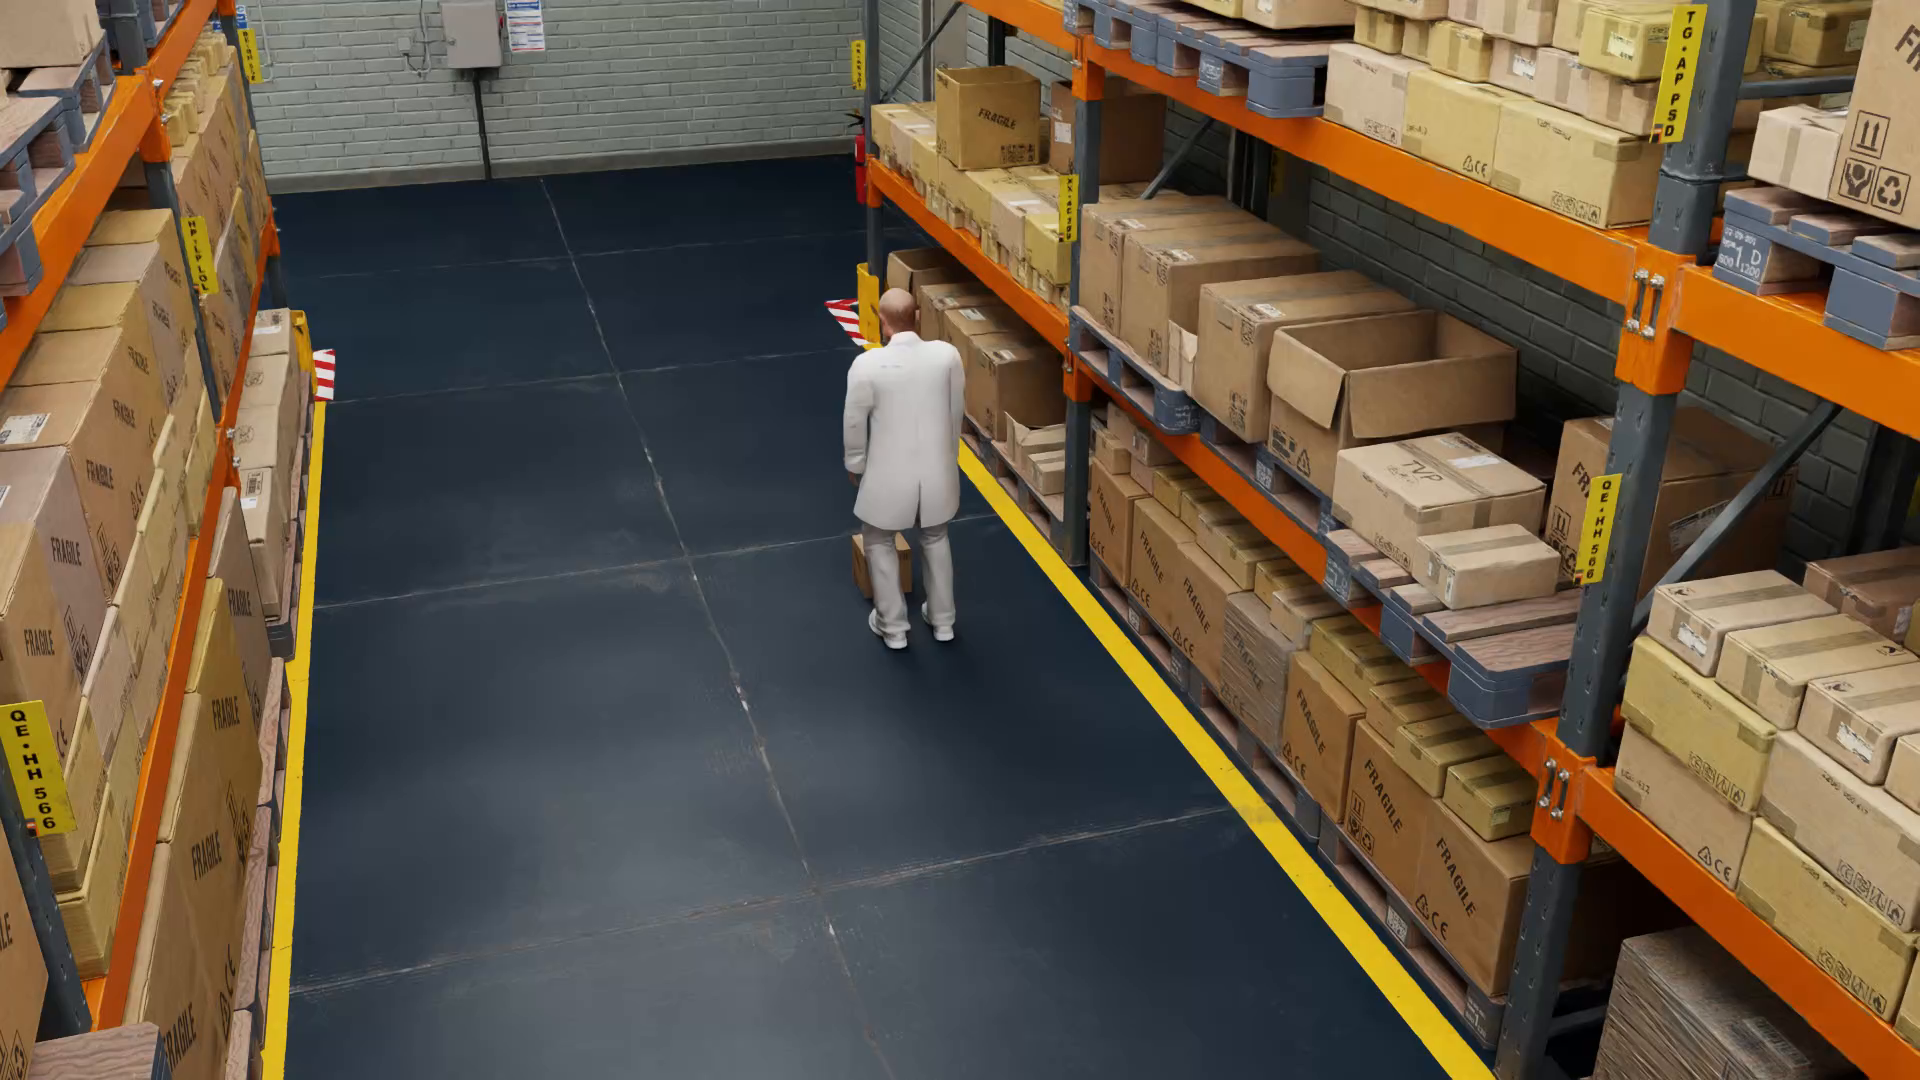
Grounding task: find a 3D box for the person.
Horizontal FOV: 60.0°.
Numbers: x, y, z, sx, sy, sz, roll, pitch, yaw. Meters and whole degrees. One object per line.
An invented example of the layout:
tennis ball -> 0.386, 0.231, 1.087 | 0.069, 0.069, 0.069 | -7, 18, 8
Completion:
person -> -0.263, -0.326, 7.858 | 0.580, 1.738, 0.403 | -7, 27, -15
